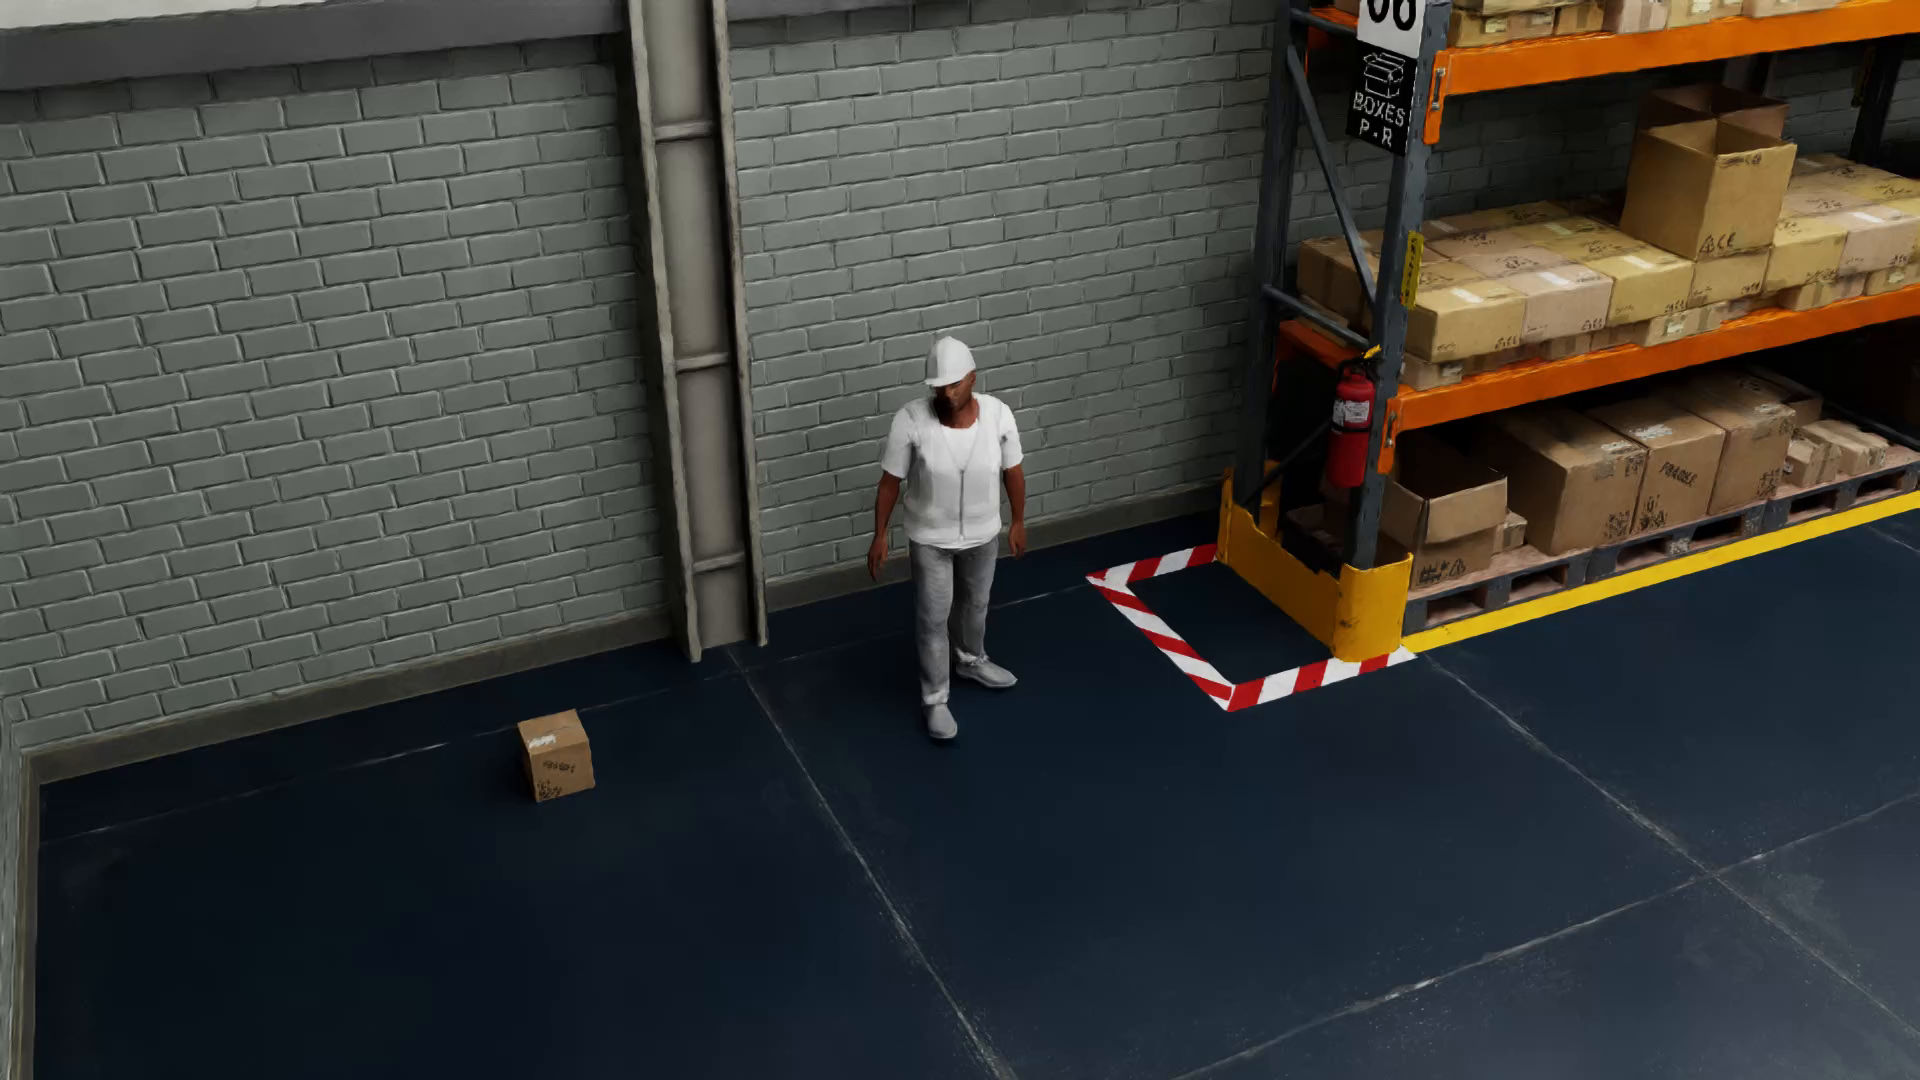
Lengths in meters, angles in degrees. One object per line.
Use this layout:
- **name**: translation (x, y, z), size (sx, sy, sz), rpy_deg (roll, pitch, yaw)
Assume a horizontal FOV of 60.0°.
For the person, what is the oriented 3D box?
- **person**: translation (-0.039, -0.010, 7.098), size (0.724, 1.768, 0.583), rpy_deg (-9, 30, -16)
